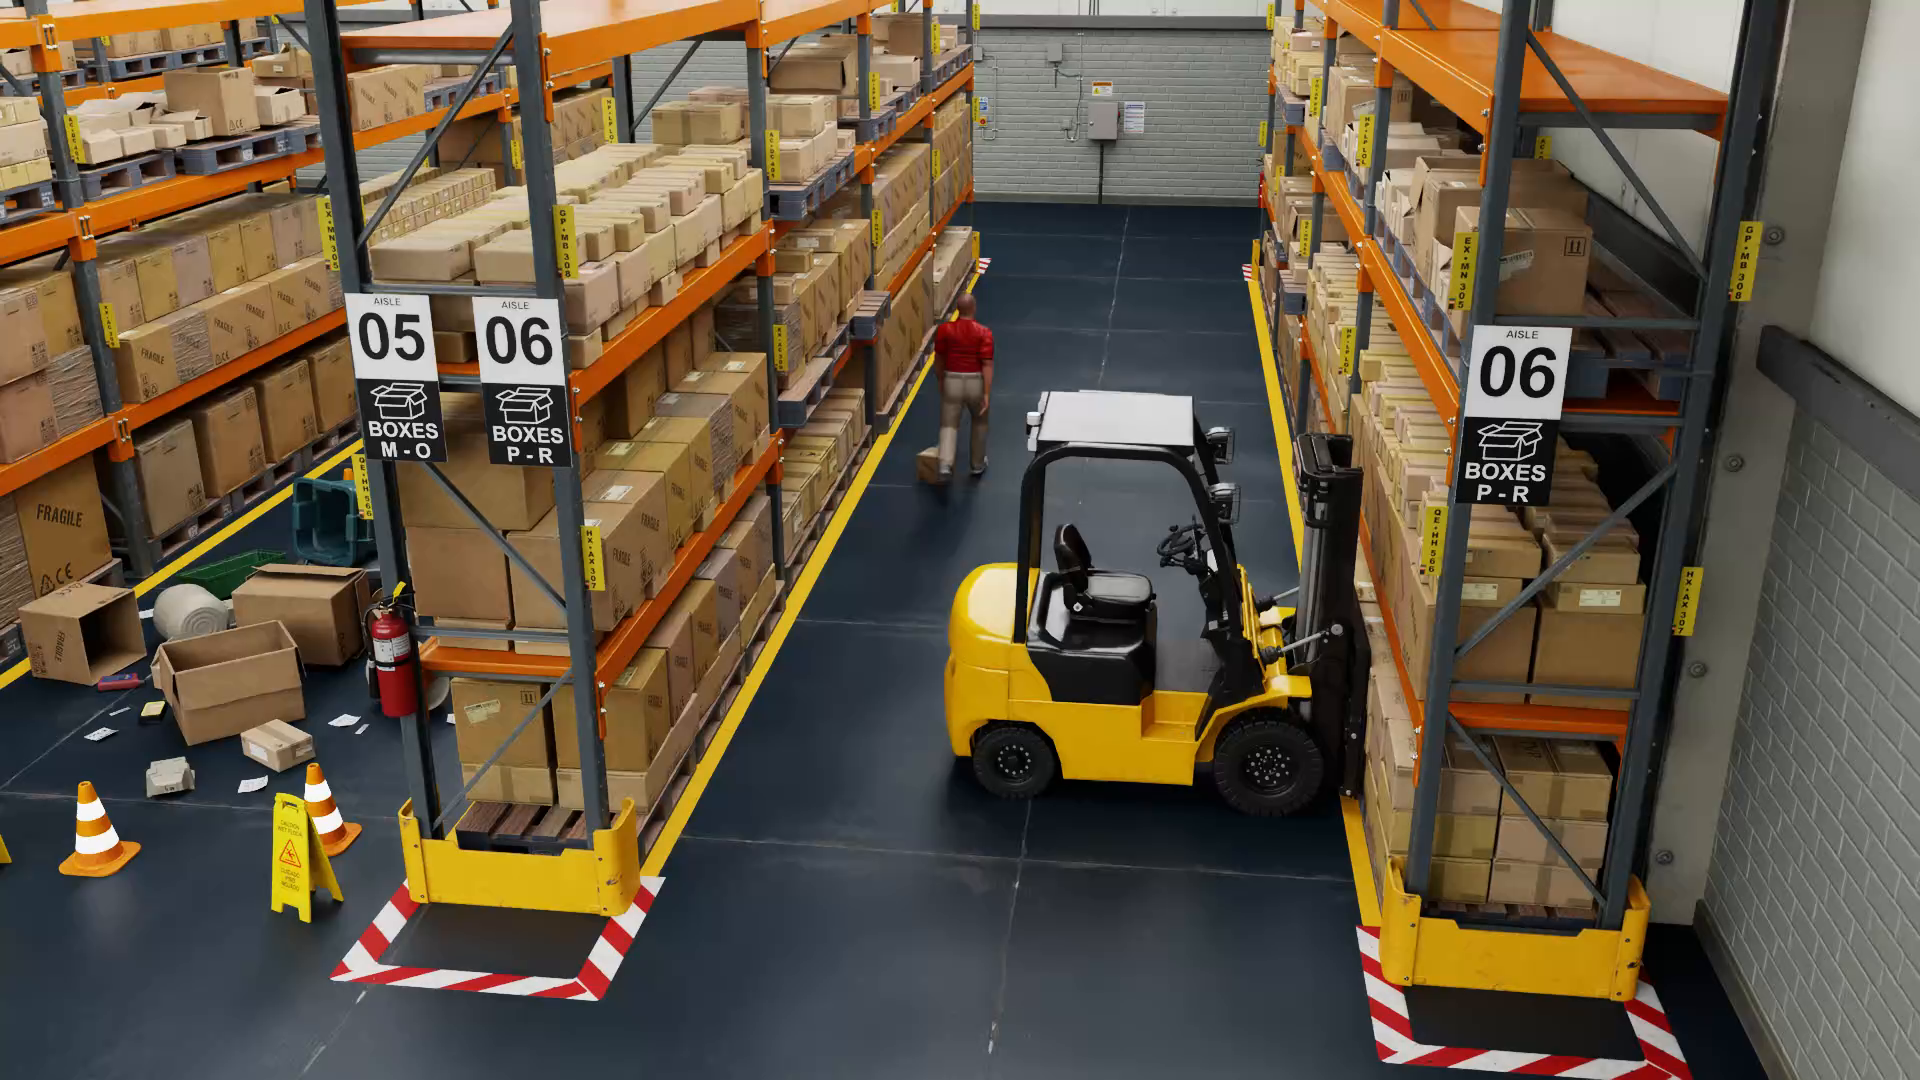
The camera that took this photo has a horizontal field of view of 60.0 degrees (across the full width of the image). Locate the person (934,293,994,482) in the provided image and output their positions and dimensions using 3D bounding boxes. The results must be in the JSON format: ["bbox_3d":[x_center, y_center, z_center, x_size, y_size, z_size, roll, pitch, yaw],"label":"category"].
[{"bbox_3d":[0.033,-1.327,14.531,0.540,1.680,0.972,3,21,7],"label":"person"}]
